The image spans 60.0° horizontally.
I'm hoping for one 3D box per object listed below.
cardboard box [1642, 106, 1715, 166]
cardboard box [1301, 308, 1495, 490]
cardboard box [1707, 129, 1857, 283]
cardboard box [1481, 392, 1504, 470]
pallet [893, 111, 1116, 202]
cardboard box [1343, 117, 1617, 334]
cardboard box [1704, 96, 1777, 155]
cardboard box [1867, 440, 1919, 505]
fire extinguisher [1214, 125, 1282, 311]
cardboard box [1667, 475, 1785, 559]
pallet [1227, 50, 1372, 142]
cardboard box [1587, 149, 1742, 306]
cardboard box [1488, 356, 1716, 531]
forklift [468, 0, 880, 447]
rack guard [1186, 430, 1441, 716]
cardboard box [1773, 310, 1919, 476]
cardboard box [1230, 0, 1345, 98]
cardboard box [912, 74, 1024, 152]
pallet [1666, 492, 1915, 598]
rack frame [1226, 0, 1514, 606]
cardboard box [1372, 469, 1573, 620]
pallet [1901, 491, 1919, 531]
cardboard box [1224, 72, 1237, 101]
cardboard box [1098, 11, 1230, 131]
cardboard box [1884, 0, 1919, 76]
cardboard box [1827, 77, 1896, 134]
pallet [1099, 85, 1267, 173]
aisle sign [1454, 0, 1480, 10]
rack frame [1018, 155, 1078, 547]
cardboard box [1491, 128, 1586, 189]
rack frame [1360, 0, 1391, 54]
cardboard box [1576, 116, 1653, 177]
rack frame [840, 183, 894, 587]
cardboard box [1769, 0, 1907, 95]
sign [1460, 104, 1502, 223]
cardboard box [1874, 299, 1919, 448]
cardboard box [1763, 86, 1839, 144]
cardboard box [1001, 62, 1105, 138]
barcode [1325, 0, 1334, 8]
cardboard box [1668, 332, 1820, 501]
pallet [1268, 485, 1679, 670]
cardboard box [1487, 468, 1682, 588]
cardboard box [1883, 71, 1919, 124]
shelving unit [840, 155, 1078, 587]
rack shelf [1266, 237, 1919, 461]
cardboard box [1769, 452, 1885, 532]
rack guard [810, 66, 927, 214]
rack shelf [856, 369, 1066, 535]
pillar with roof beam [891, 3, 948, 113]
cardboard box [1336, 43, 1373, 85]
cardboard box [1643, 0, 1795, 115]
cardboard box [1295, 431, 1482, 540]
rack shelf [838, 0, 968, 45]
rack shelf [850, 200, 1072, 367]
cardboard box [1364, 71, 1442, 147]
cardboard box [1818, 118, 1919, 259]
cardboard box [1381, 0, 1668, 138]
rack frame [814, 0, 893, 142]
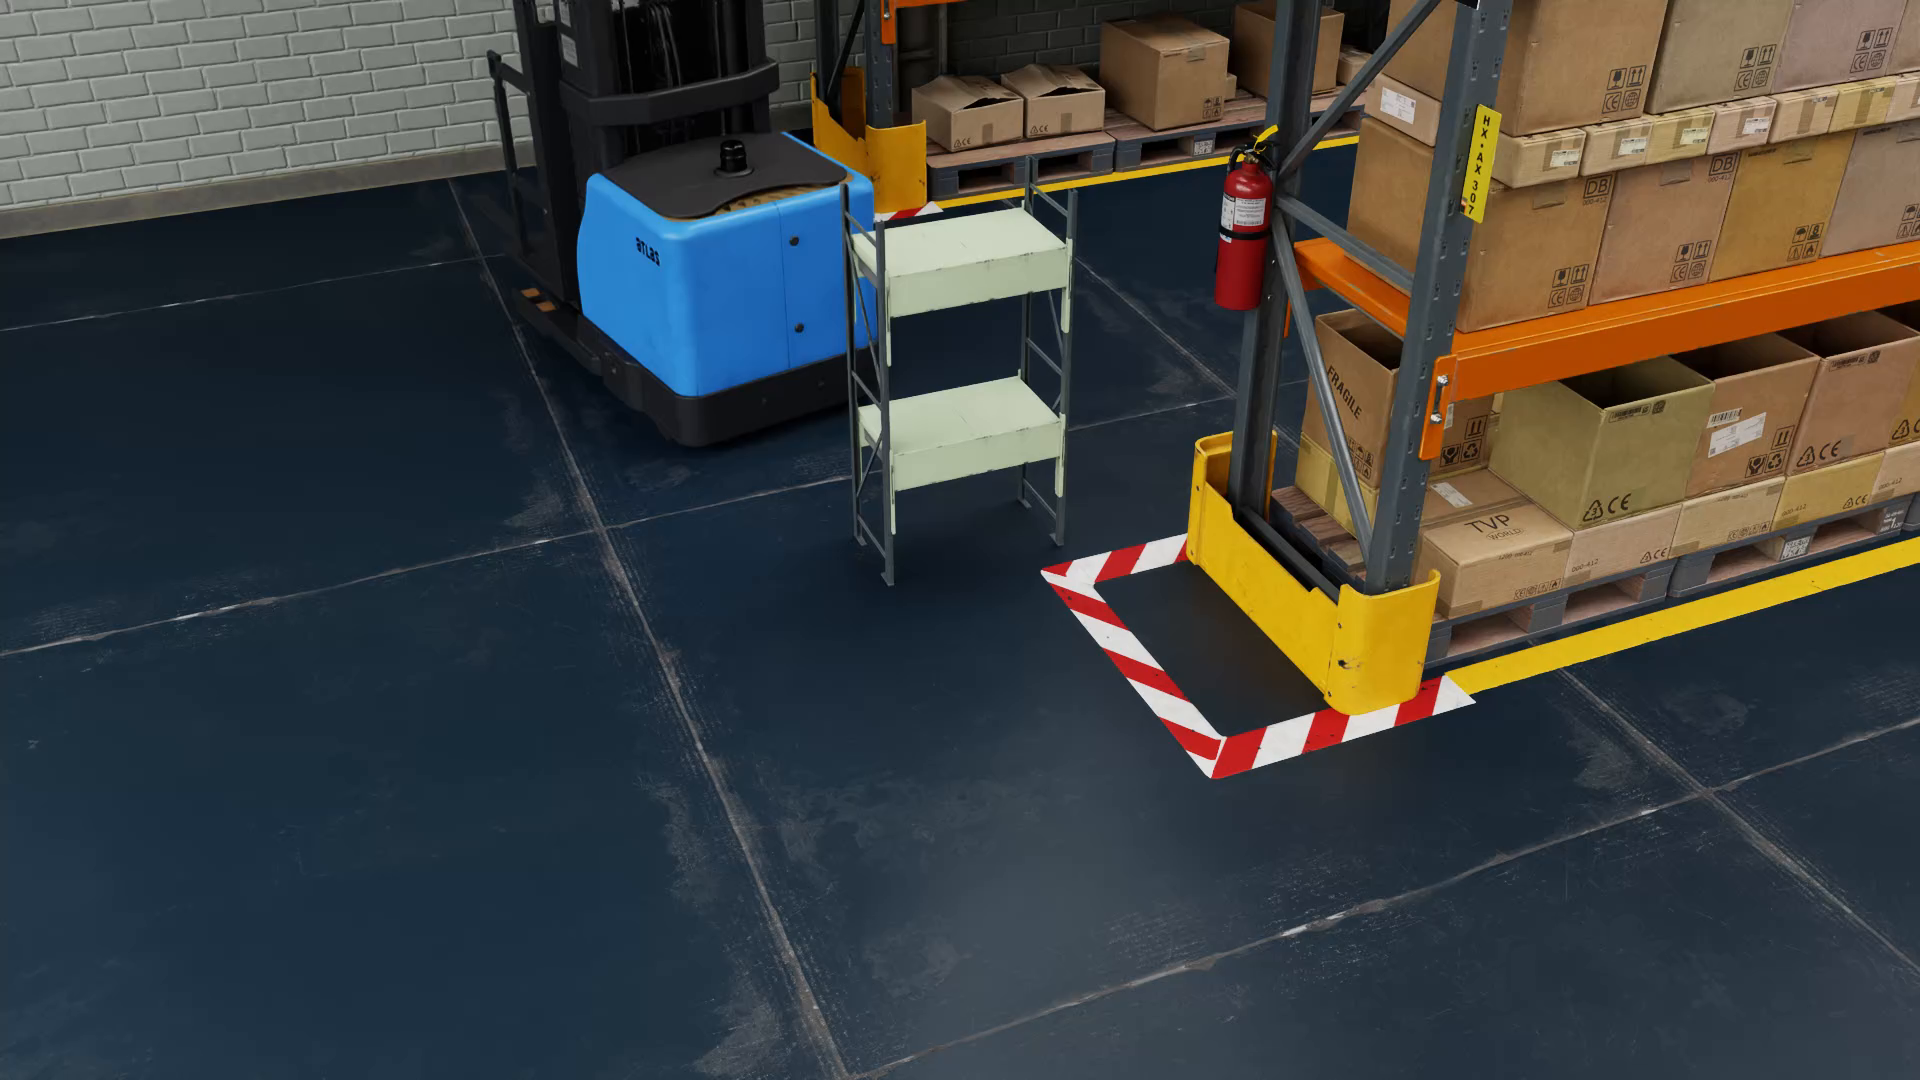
[{"bbox_3d":[2.210,-1.366,5.412,0.250,0.149,0.380,-13,35,-19],"label":"cardboard box"},{"bbox_3d":[1.671,-0.569,6.323,0.500,0.500,0.500,-13,35,-19],"label":"cardboard box"},{"bbox_3d":[2.670,-1.318,5.933,0.500,0.500,0.700,-13,35,-19],"label":"cardboard box"},{"bbox_3d":[2.128,-0.365,6.697,0.500,0.250,0.500,-13,35,-19],"label":"cardboard box"},{"bbox_3d":[0.204,-2.460,10.337,1.213,0.211,1.003,-13,35,-19],"label":"pallet"},{"bbox_3d":[1.727,-1.102,5.602,0.500,0.500,0.700,-13,35,-19],"label":"cardboard box"},{"bbox_3d":[2.443,-1.418,5.492,0.250,0.149,0.380,-13,35,-20],"label":"cardboard box"},{"bbox_3d":[3.717,-0.415,6.774,0.500,0.250,0.500,-13,35,-19],"label":"cardboard box"},{"bbox_3d":[1.003,-1.145,5.830,0.183,0.674,0.296,-13,35,-19],"label":"fire extinguisher"},{"bbox_3d":[2.793,-0.206,6.452,0.500,0.250,0.500,-13,35,-19],"label":"cardboard box"},{"bbox_3d":[2.453,-2.975,11.128,1.213,0.211,1.003,-13,35,-19],"label":"pallet"},{"bbox_3d":[2.210,-1.216,5.776,0.500,0.500,0.700,-12,35,-18],"label":"cardboard box"},{"bbox_3d":[2.333,-0.414,6.085,0.500,0.500,0.500,-13,35,-19],"label":"cardboard box"},{"bbox_3d":[-1.612,-2.391,7.737,1.130,2.935,3.031,-21,38,-29],"label":"forklift"},{"bbox_3d":[1.270,0.084,6.162,0.348,0.500,1.175,-13,35,-19],"label":"rack guard"},{"bbox_3d":[3.257,-0.623,6.406,0.500,0.500,0.500,-13,35,-19],"label":"cardboard box"},{"bbox_3d":[2.117,-3.201,10.807,0.500,0.500,0.500,-16,36,-22],"label":"cardboard box"},{"bbox_3d":[0.044,-2.617,10.083,0.500,0.311,0.500,-17,37,-24],"label":"cardboard box"},{"bbox_3d":[3.104,-0.238,6.922,1.213,0.211,1.003,-13,35,-19],"label":"pallet"},{"bbox_3d":[1.292,-0.968,5.488,0.127,3.000,1.000,-13,35,-19],"label":"rack frame"},{"bbox_3d":[1.872,0.007,6.125,0.500,0.250,0.500,-13,35,-19],"label":"cardboard box"},{"bbox_3d":[4.231,-0.497,7.321,1.213,0.211,1.003,-13,35,-19],"label":"pallet"},{"bbox_3d":[1.576,-2.965,10.767,0.250,0.149,0.380,-16,36,-23],"label":"cardboard box"},{"bbox_3d":[1.265,-2.946,10.416,0.500,0.500,0.700,-15,36,-22],"label":"cardboard box"},{"bbox_3d":[3.185,-1.984,5.767,0.500,0.500,0.700,-13,35,-19],"label":"cardboard box"},{"bbox_3d":[2.924,-1.530,5.664,0.250,0.149,0.380,-13,35,-20],"label":"cardboard box"},{"bbox_3d":[1.327,-2.715,10.729,1.213,0.211,1.003,-13,35,-19],"label":"pallet"},{"bbox_3d":[1.350,-1.890,4.521,0.004,0.787,0.394,-13,35,-19],"label":"aisle sign"},{"bbox_3d":[0.331,-0.704,6.458,0.023,1.500,0.400,-13,35,-19],"label":"rack frame"},{"bbox_3d":[1.737,-1.257,5.245,0.250,0.149,0.380,-13,35,-19],"label":"cardboard box"},{"bbox_3d":[3.059,-4.303,10.613,0.127,3.000,1.000,-13,35,-19],"label":"rack frame"},{"bbox_3d":[1.979,-1.314,5.332,0.250,0.149,0.380,-14,36,-20],"label":"cardboard box"},{"bbox_3d":[-0.344,-0.550,6.220,0.023,1.500,0.400,-13,35,-19],"label":"rack frame"},{"bbox_3d":[2.723,-1.878,5.605,0.500,0.500,0.700,-13,35,-19],"label":"cardboard box"},{"bbox_3d":[1.501,-1.084,4.799,0.005,0.325,0.100,-13,35,-19],"label":"sign"},{"bbox_3d":[3.712,-0.736,6.579,0.500,0.500,0.500,-13,35,-19],"label":"cardboard box"},{"bbox_3d":[2.688,-1.476,5.581,0.250,0.149,0.380,-14,36,-21],"label":"cardboard box"},{"bbox_3d":[0.569,-2.737,10.268,0.500,0.311,0.500,-10,34,-15],"label":"cardboard box"},{"bbox_3d":[2.468,-3.581,11.098,0.075,0.075,0.001,-13,35,-19],"label":"barcode"},{"bbox_3d":[2.789,-0.526,6.257,0.500,0.500,0.500,-13,35,-19],"label":"cardboard box"},{"bbox_3d":[1.981,0.018,6.529,1.213,0.211,1.003,-13,35,-19],"label":"pallet"},{"bbox_3d":[2.332,-0.101,6.290,0.500,0.250,0.500,-13,35,-19],"label":"cardboard box"},{"bbox_3d":[3.155,-1.581,5.743,0.250,0.149,0.380,-13,35,-18],"label":"cardboard box"},{"bbox_3d":[-0.006,-0.627,6.339,0.755,1.500,0.431,-13,35,-19],"label":"shelving unit"},{"bbox_3d":[3.136,-1.089,6.333,4.000,0.370,1.077,-13,35,-19],"label":"rack shelf"},{"bbox_3d":[3.256,-0.309,6.611,0.500,0.250,0.500,-13,35,-19],"label":"cardboard box"},{"bbox_3d":[-0.559,-2.427,10.021,0.348,0.500,1.175,-13,35,-19],"label":"rack guard"},{"bbox_3d":[-0.006,-0.354,6.517,0.720,0.370,0.431,-13,35,-19],"label":"rack shelf"},{"bbox_3d":[1.348,-4.391,5.248,0.400,9.000,9.100,-13,35,-19],"label":"pillar with roof beam"},{"bbox_3d":[2.577,-3.172,11.069,0.250,0.166,0.380,-18,37,-25],"label":"cardboard box"},{"bbox_3d":[2.259,-1.771,5.440,0.500,0.500,0.700,-14,36,-20],"label":"cardboard box"},{"bbox_3d":[1.672,-0.254,6.526,0.500,0.250,0.500,-13,35,-19],"label":"cardboard box"},{"bbox_3d":[1.215,-3.579,10.160,4.000,0.370,1.077,-13,35,-19],"label":"rack shelf"},{"bbox_3d":[-0.006,-0.954,6.126,0.720,0.370,0.431,-13,35,-19],"label":"rack shelf"},{"bbox_3d":[1.570,-1.459,5.555,0.250,0.149,0.380,-13,35,-20],"label":"cardboard box"},{"bbox_3d":[3.154,-1.431,6.107,0.500,0.500,0.700,-12,35,-18],"label":"cardboard box"},{"bbox_3d":[1.776,-1.657,5.266,0.500,0.500,0.700,-13,35,-19],"label":"cardboard box"},{"bbox_3d":[-0.629,-3.459,9.315,0.127,3.000,1.000,-13,35,-19],"label":"rack frame"}]
